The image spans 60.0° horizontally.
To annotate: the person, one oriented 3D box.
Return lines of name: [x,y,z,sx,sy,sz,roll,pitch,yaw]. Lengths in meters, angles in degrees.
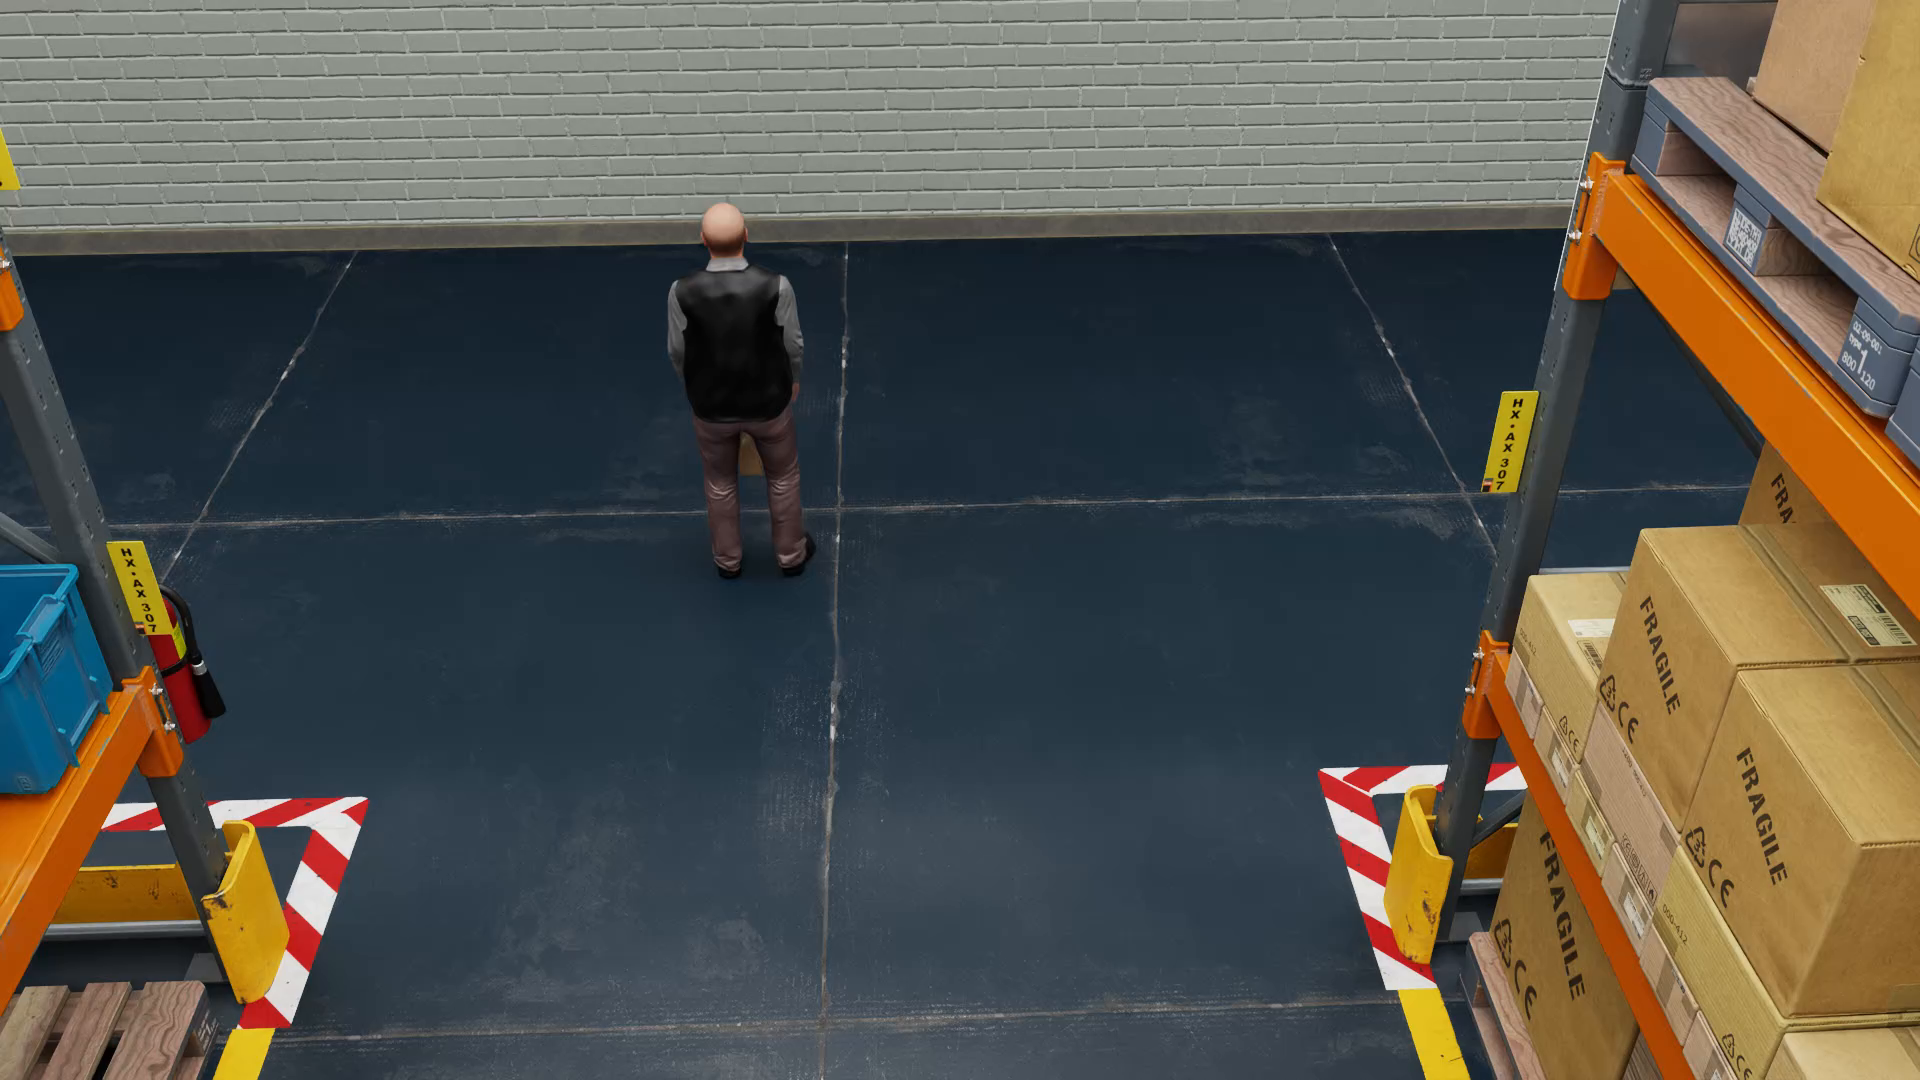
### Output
person: [-0.921,-0.583,6.995,0.560,1.725,0.421,-2,35,-3]
